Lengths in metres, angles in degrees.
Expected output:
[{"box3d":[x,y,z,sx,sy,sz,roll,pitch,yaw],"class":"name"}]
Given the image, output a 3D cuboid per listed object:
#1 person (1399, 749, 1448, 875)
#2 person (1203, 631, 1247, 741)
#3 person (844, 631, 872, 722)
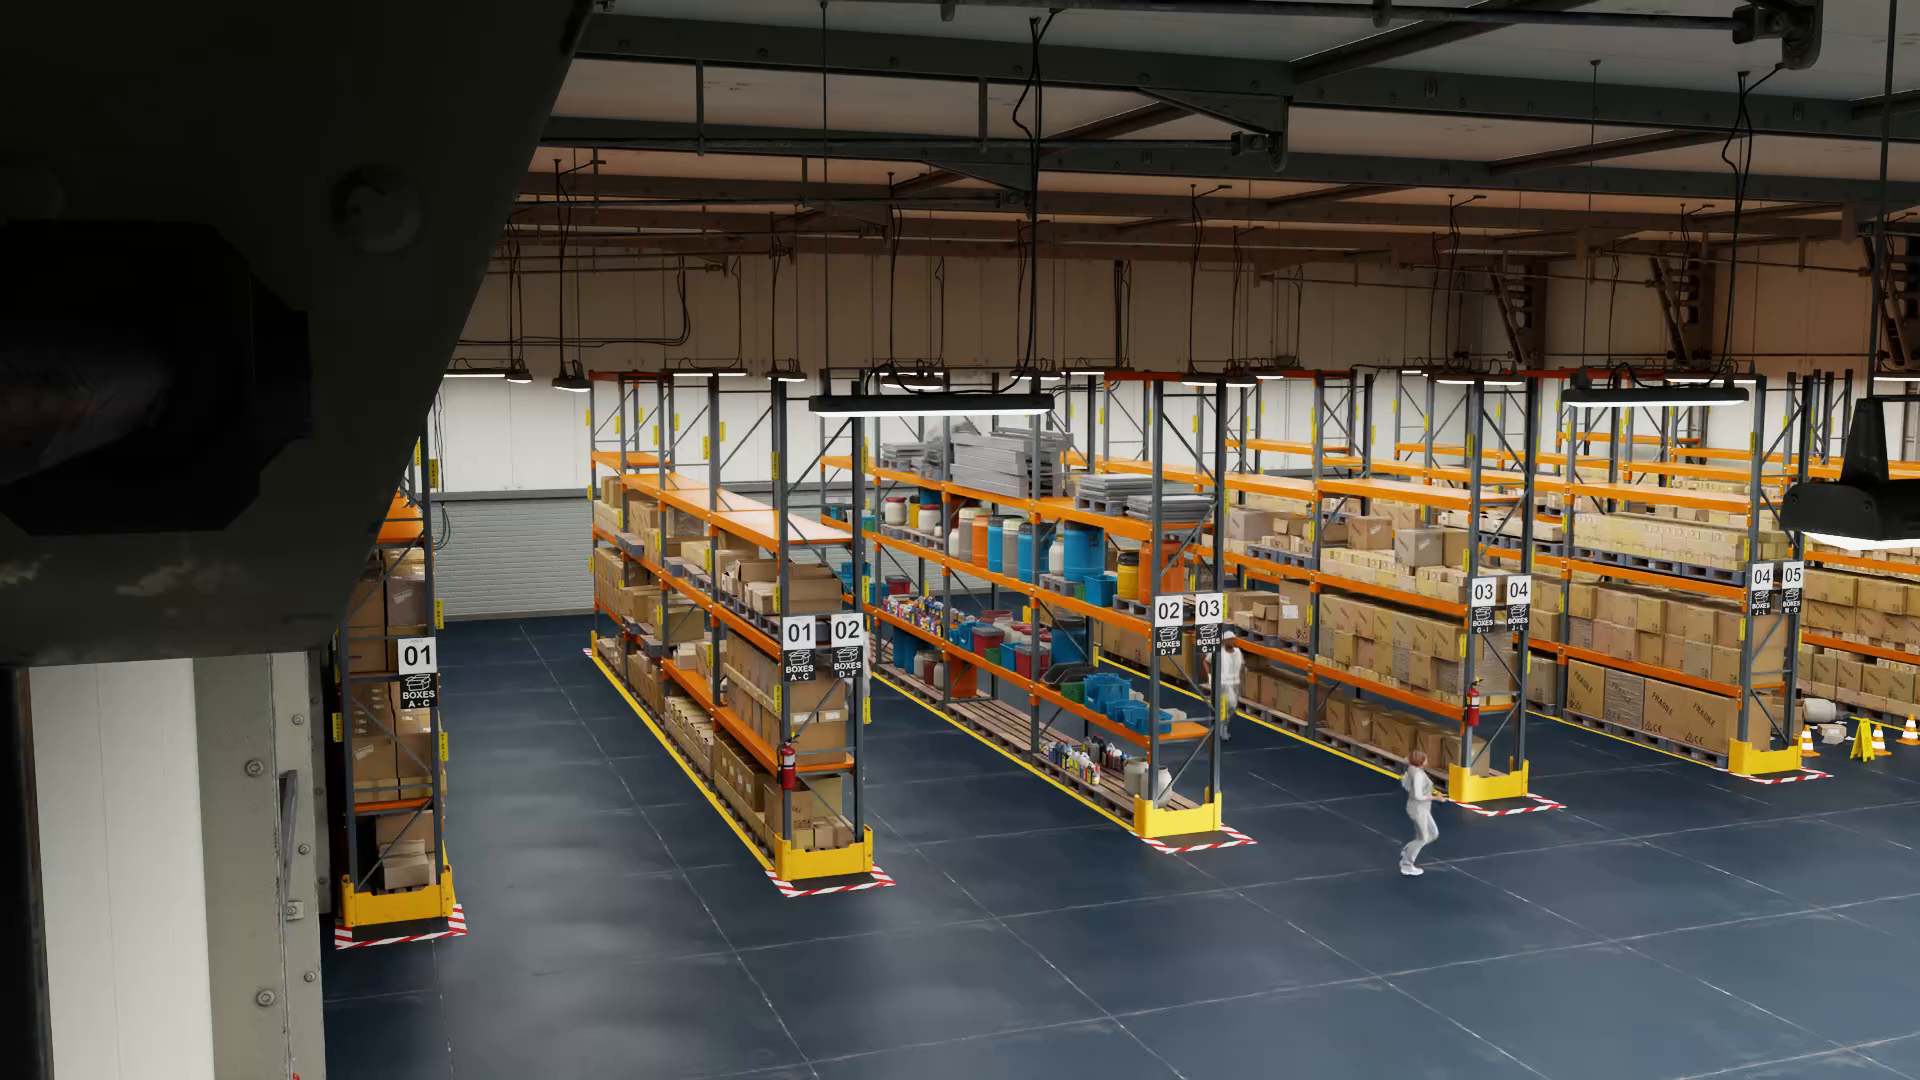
[{"box3d":[5.628,3.344,20.192,0.537,1.465,0.524,1,6,11],"class":"person"},{"box3d":[4.432,2.395,27.379,0.655,1.795,0.712,-4,8,-33],"class":"person"},{"box3d":[-1.816,2.221,28.899,0.689,1.772,1.035,-4,7,-29],"class":"person"}]
